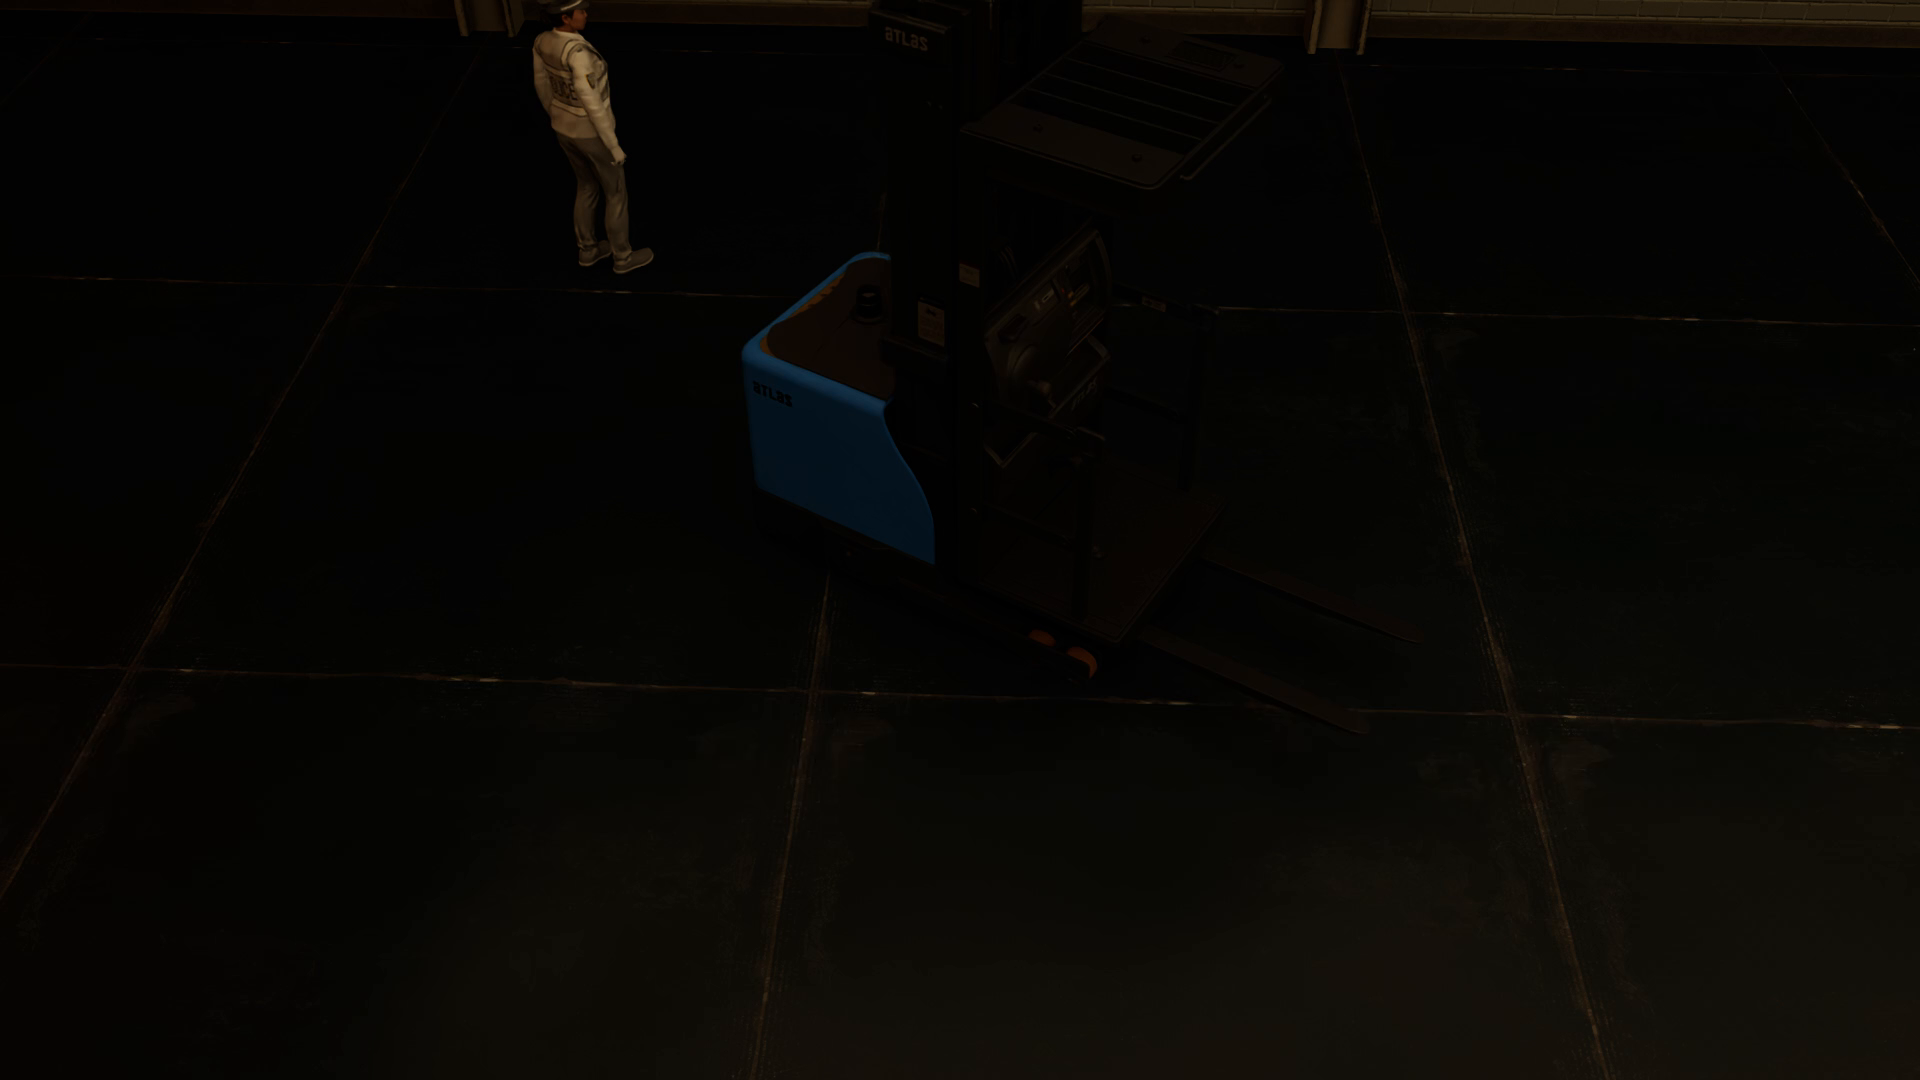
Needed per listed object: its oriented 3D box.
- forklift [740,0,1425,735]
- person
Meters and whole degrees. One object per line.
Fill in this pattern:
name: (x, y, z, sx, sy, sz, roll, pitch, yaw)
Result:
forklift: (0.541, -0.867, 6.692, 3.031, 2.935, 1.130, 23, 47, 23)
person: (-2.027, -2.251, 9.143, 0.596, 1.677, 0.381, 30, 50, 28)
